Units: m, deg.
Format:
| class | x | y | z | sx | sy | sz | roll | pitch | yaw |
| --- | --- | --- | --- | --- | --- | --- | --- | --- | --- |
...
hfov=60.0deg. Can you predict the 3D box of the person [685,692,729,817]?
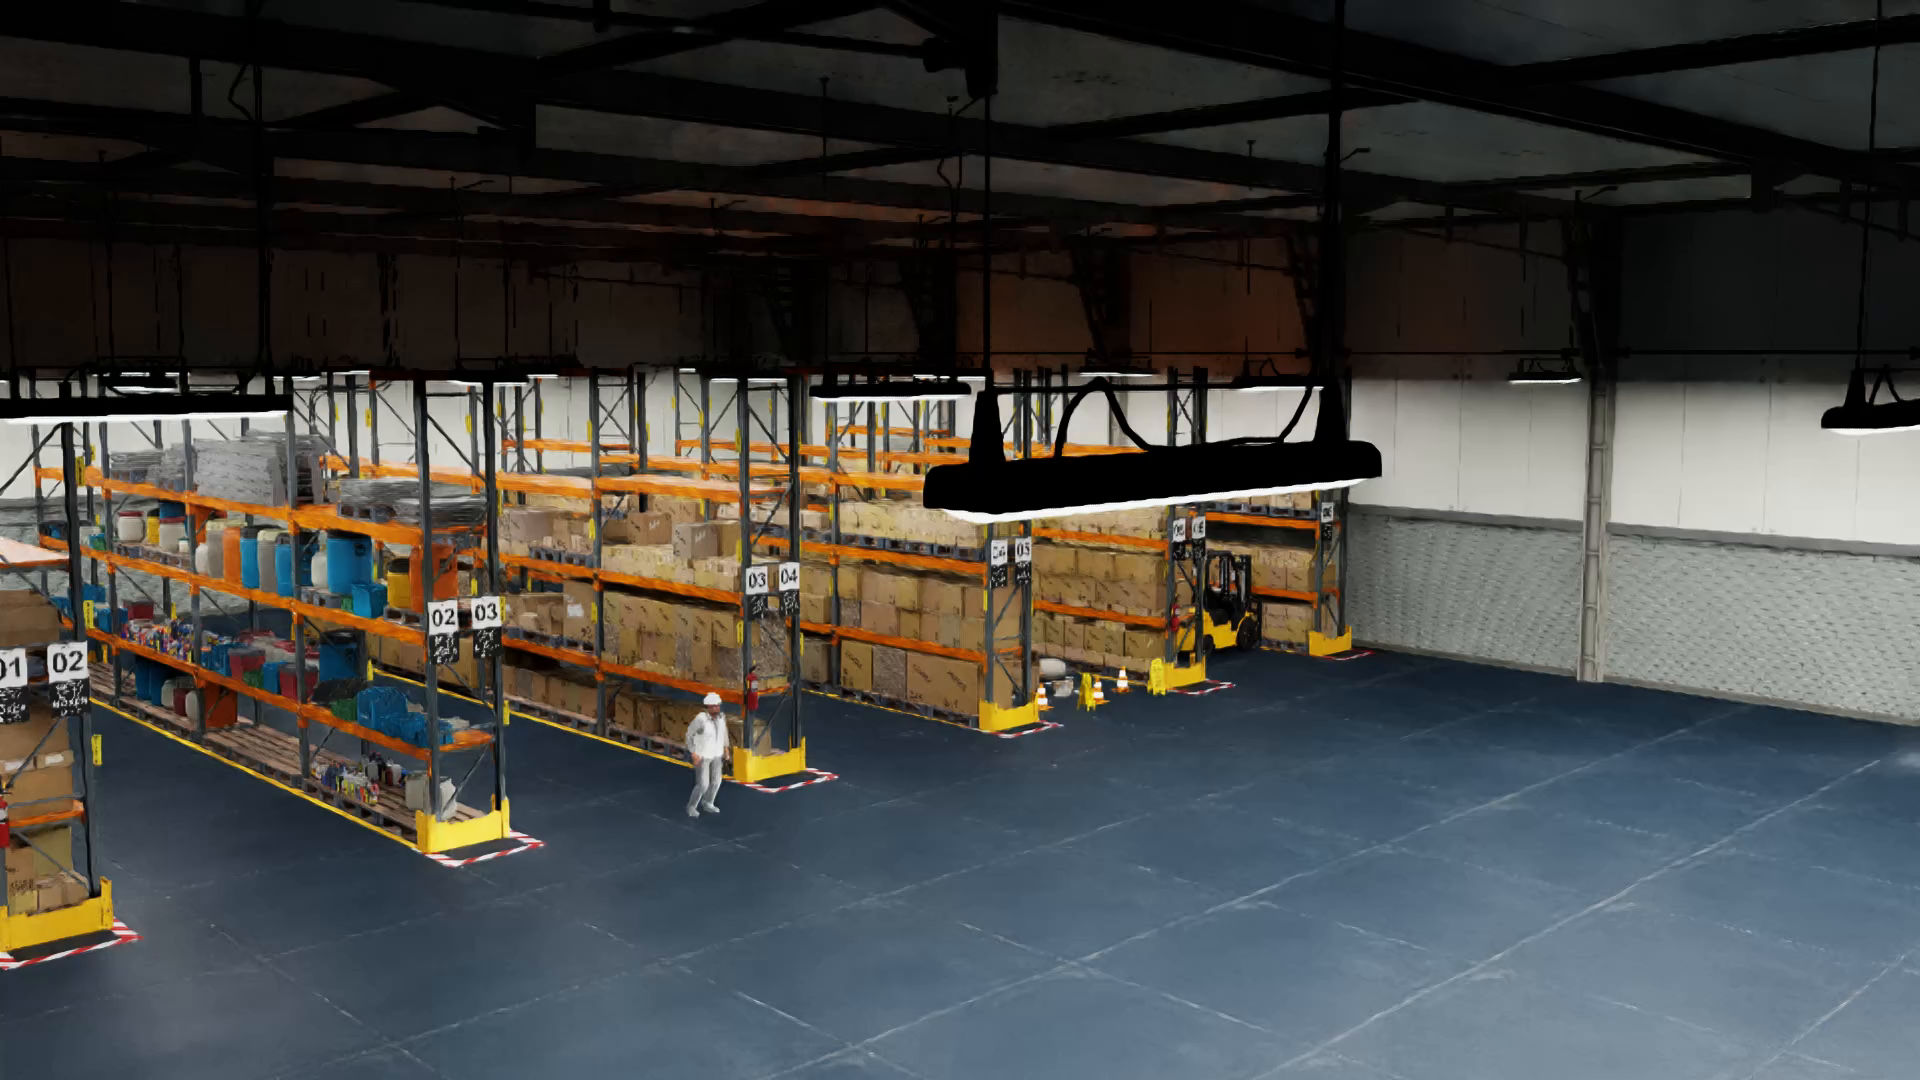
| class | x | y | z | sx | sy | sz | roll | pitch | yaw |
| --- | --- | --- | --- | --- | --- | --- | --- | --- | --- |
| person | -3.445 | 2.920 | 22.737 | 0.574 | 1.726 | 0.677 | 6 | 9 | 44 |
